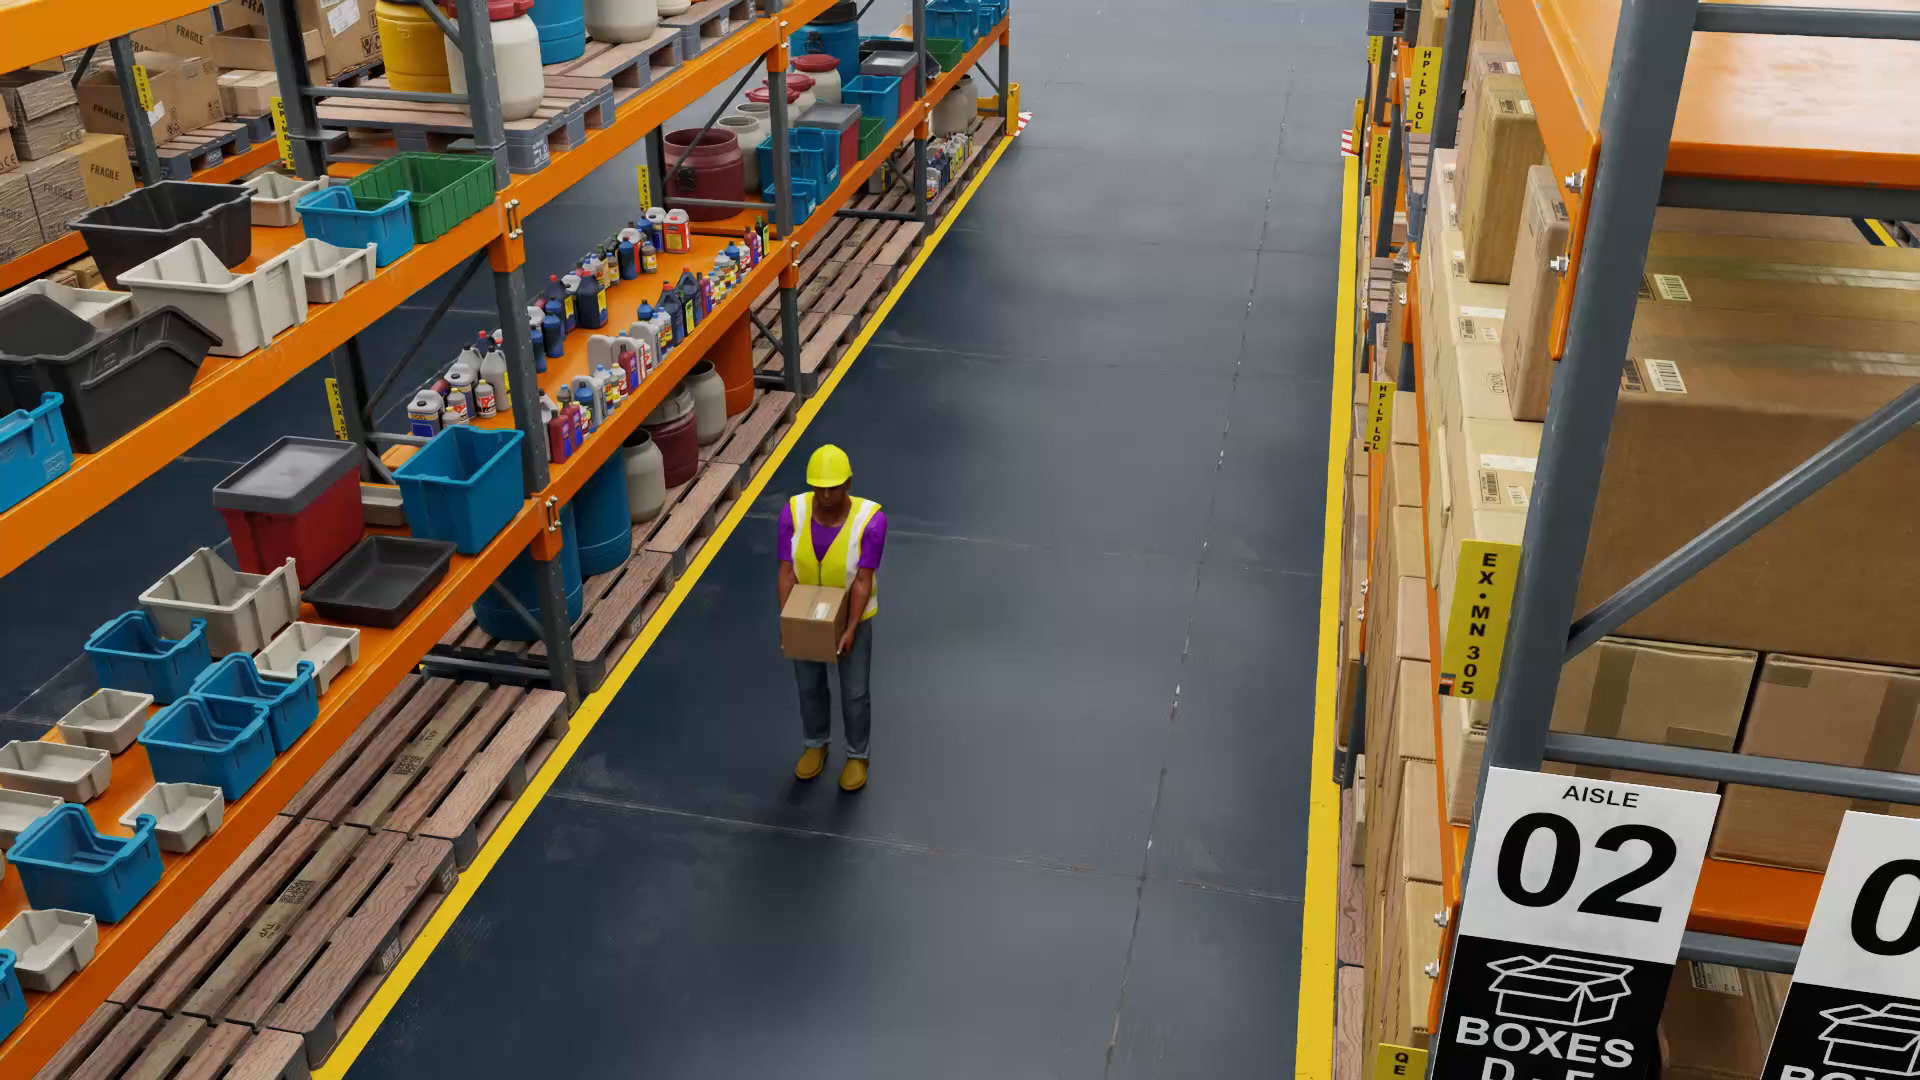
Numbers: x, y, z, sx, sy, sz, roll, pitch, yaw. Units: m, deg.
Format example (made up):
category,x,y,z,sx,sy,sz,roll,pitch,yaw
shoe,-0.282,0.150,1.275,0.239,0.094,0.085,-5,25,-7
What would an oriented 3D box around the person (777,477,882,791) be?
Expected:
category,x,y,z,sx,sy,sz,roll,pitch,yaw
person,-12.421,-2.413,5.465,23.319,9.001,6.697,5,29,10
